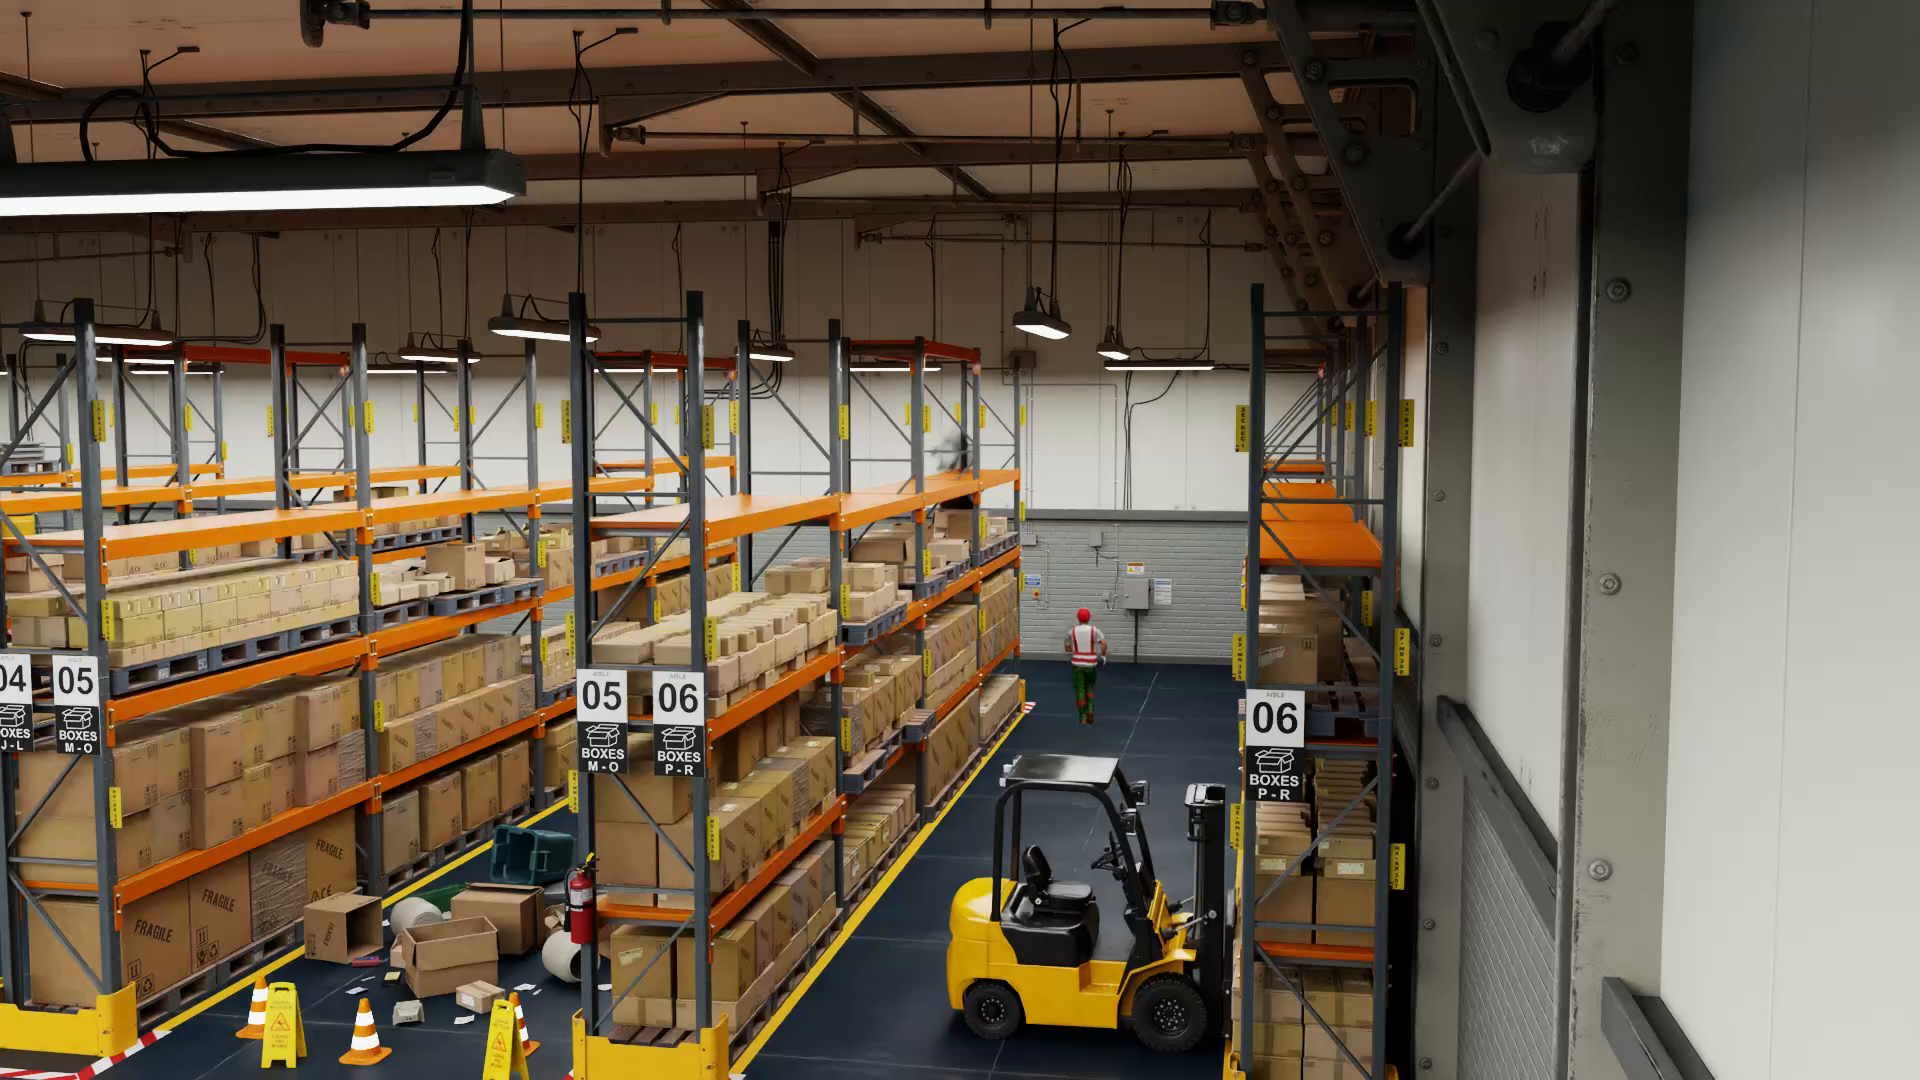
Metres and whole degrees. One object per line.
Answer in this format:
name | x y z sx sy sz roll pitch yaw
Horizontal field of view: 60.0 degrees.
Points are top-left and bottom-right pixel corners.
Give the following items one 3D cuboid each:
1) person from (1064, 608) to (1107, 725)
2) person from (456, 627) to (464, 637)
person | 1.914 1.945 25.561 0.641 1.827 0.682 0 5 -3
person | -8.021 2.184 26.864 0.609 1.670 0.587 0 5 4
